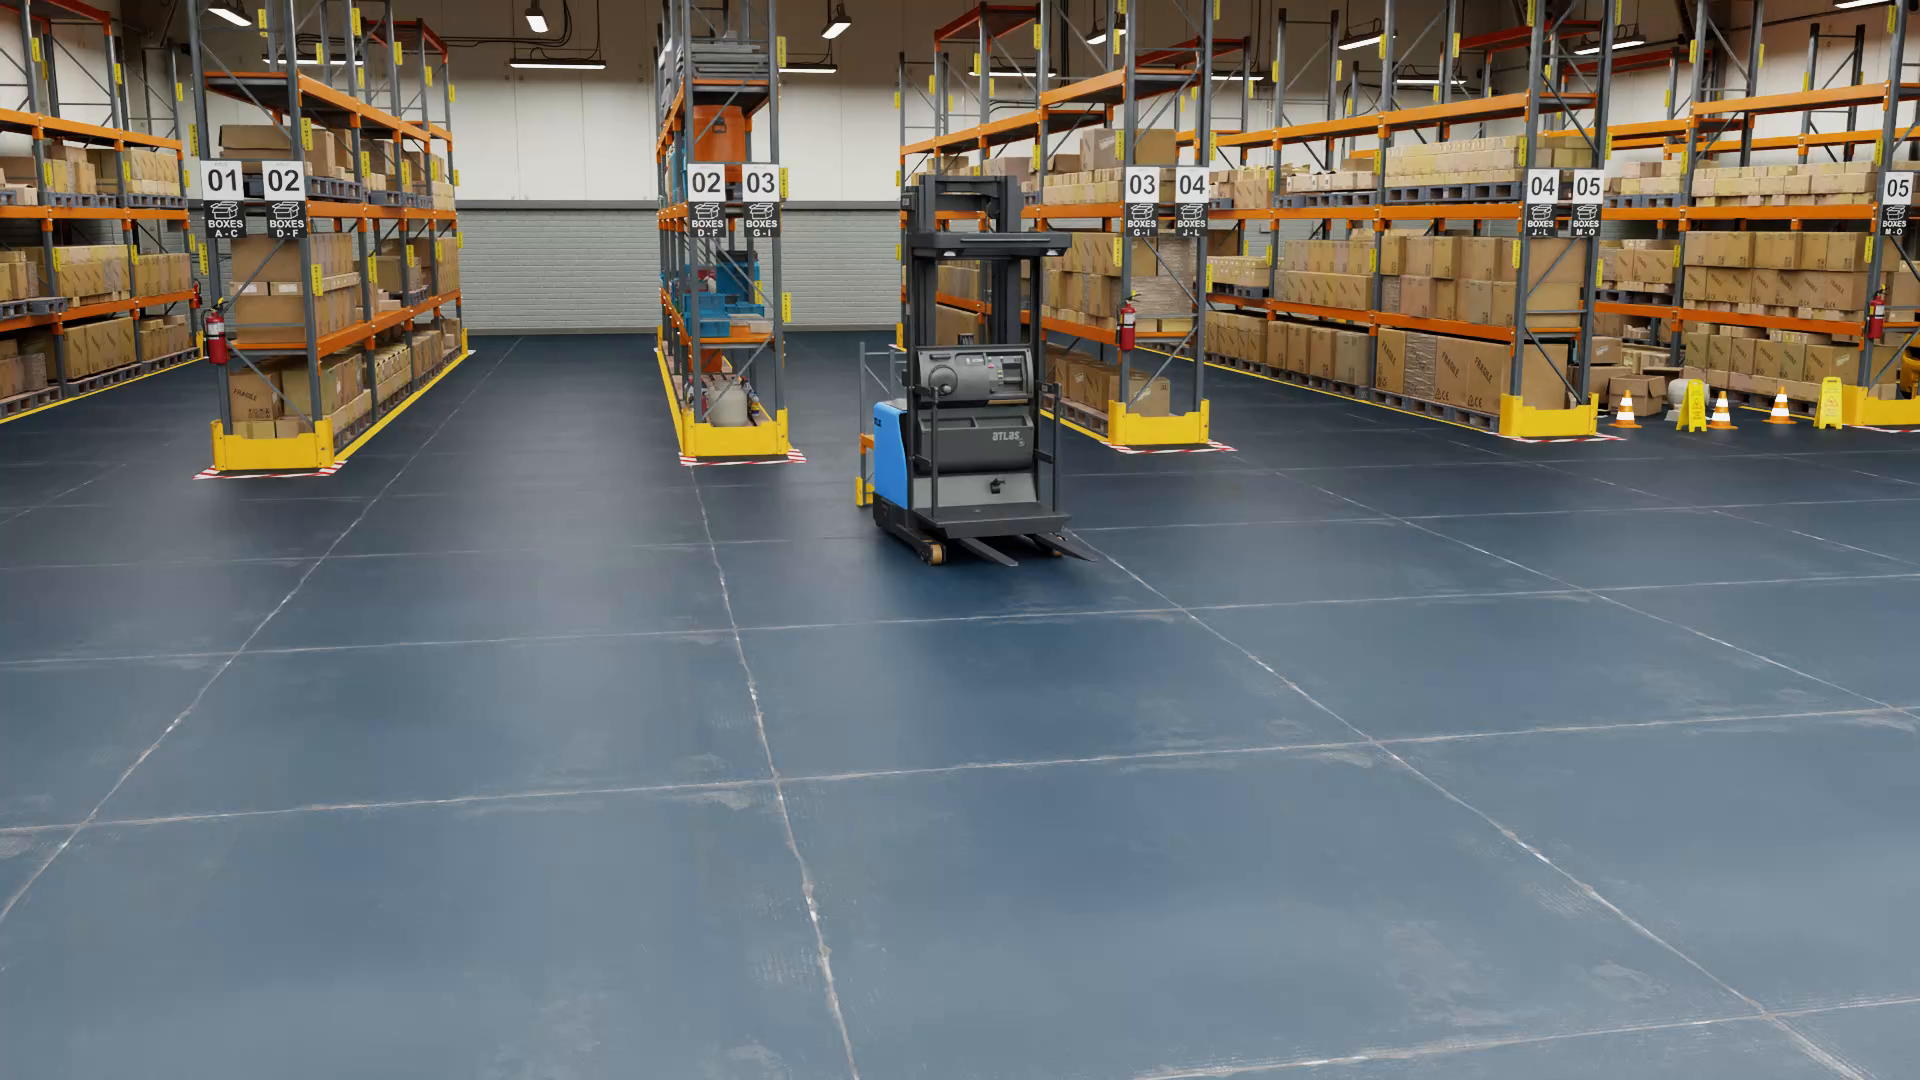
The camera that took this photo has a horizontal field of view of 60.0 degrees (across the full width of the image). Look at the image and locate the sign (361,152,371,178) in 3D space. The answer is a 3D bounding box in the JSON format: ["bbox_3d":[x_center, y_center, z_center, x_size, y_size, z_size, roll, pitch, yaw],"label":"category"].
[{"bbox_3d":[-7.577,-4.785,21.195,0.100,0.325,0.005,-2,11,-11],"label":"sign"}]

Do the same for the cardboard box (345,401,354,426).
[{"bbox_3d":[-7.520,-1.501,19.792,0.500,0.250,0.500,-2,11,-11],"label":"cardboard box"}]

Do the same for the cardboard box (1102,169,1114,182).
[{"bbox_3d":[1.918,-4.357,19.879,0.380,0.149,0.250,-3,11,-13],"label":"cardboard box"}]

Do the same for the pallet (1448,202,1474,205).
[{"bbox_3d":[9.988,-6.398,31.779,0.805,0.209,1.217,-3,11,-13],"label":"pallet"}]

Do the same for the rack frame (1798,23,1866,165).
[{"bbox_3d":[15.407,-7.580,29.452,1.000,3.000,0.127,-2,11,-11],"label":"rack frame"}]

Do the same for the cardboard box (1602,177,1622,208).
[{"bbox_3d":[10.864,-5.697,27.307,0.797,0.503,0.637,-2,11,-11],"label":"cardboard box"}]

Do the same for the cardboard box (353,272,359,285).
[{"bbox_3d":[-7.858,-3.323,21.133,0.380,0.149,0.250,-2,11,-11],"label":"cardboard box"}]

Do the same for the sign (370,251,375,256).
[{"bbox_3d":[-10.208,-4.869,28.941,0.100,0.325,0.005,-2,11,-11],"label":"sign"}]

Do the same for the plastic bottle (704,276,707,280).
[{"bbox_3d":[-4.459,-4.458,29.230,0.144,0.351,0.185,-2,11,-11],"label":"plastic bottle"}]

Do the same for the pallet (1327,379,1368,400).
[{"bbox_3d":[6.257,-2.288,25.153,1.003,0.211,1.213,-2,11,-11],"label":"pallet"}]

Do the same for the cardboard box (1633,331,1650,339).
[{"bbox_3d":[14.233,-4.263,34.575,0.380,0.149,0.250,-2,11,-13],"label":"cardboard box"}]

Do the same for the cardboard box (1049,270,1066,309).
[{"bbox_3d":[1.686,-3.375,22.342,0.875,0.500,0.500,-2,11,-11],"label":"cardboard box"}]

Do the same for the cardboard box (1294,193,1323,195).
[{"bbox_3d":[5.853,-5.890,28.329,0.500,0.500,0.500,-2,11,-11],"label":"cardboard box"}]

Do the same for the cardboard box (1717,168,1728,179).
[{"bbox_3d":[11.180,-5.295,24.008,0.380,0.149,0.250,-2,11,-13],"label":"cardboard box"}]

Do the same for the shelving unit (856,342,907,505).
[{"bbox_3d":[-0.523,-0.992,14.897,0.587,1.500,1.083,-3,11,-18],"label":"shelving unit"}]

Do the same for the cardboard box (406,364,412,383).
[{"bbox_3d":[-8.558,-2.499,25.036,0.500,0.250,0.500,-2,11,-10],"label":"cardboard box"}]

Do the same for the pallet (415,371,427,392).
[{"bbox_3d":[-9.007,-2.500,26.266,1.003,0.211,1.213,-2,11,-11],"label":"pallet"}]

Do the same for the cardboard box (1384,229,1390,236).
[{"bbox_3d":[9.041,-6.416,34.709,0.380,0.149,0.250,-2,11,-12],"label":"cardboard box"}]

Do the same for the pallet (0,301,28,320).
[{"bbox_3d":[-13.333,-3.095,22.447,1.003,0.211,1.213,-2,11,-11],"label":"pallet"}]

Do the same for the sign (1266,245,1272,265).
[{"bbox_3d":[5.173,-4.761,27.804,0.100,0.325,0.005,-2,11,-11],"label":"sign"}]

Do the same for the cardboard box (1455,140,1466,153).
[{"bbox_3d":[6.614,-5.065,21.414,0.380,0.149,0.250,-2,11,-12],"label":"cardboard box"}]

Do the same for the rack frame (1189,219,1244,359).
[{"bbox_3d":[4.925,-4.986,31.872,1.000,3.000,0.127,-2,11,-11],"label":"rack frame"}]

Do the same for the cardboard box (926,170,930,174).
[{"bbox_3d":[-0.271,-6.843,31.945,0.700,0.500,0.500,-2,11,-8],"label":"cardboard box"}]

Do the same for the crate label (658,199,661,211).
[{"bbox_3d":[-5.733,-6.598,32.713,0.408,0.251,0.502,-2,11,-11],"label":"crate label"}]

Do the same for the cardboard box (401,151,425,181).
[{"bbox_3d":[-9.809,-6.567,29.211,0.700,0.500,0.500,-2,11,-11],"label":"cardboard box"}]

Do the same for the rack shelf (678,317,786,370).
[{"bbox_3d":[-2.873,-2.457,20.507,1.077,0.370,4.000,-2,11,-11],"label":"rack shelf"}]

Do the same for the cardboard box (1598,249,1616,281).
[{"bbox_3d":[10.708,-4.477,27.012,0.500,0.500,0.500,-3,11,-13],"label":"cardboard box"}]

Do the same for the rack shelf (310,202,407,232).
[{"bbox_3d":[-8.510,-4.485,23.138,1.077,0.370,4.000,-2,11,-11],"label":"rack shelf"}]

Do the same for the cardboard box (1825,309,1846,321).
[{"bbox_3d":[11.655,-2.964,21.918,0.380,0.149,0.250,-2,11,-12],"label":"cardboard box"}]

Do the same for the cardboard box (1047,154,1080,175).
[{"bbox_3d":[1.602,-5.178,23.456,0.797,0.503,0.637,-3,11,-14],"label":"cardboard box"}]

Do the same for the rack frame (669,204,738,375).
[{"bbox_3d":[-4.040,-3.911,26.221,1.000,3.000,0.127,-2,11,-11],"label":"rack frame"}]

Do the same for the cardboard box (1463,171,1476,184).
[{"bbox_3d":[6.664,-4.626,21.240,0.380,0.149,0.250,-2,11,-12],"label":"cardboard box"}]

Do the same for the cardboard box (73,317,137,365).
[{"bbox_3d":[-14.282,-3.320,27.743,0.750,0.750,0.750,-2,11,-10],"label":"cardboard box"}]

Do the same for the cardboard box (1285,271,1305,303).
[{"bbox_3d":[5.628,-4.117,27.035,0.500,0.500,0.500,-2,11,-12],"label":"cardboard box"}]

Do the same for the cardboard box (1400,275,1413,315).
[{"bbox_3d":[6.694,-3.426,23.271,0.875,0.550,0.550,-2,11,-11],"label":"cardboard box"}]

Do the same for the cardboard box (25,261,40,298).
[{"bbox_3d":[-13.656,-3.730,23.827,0.700,0.500,0.500,-3,11,-18],"label":"cardboard box"}]

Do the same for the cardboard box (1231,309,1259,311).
[{"bbox_3d":[5.318,-4.206,31.327,0.500,0.250,0.500,-2,11,-13],"label":"cardboard box"}]

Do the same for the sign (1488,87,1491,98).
[{"bbox_3d":[10.291,-8.652,32.375,0.100,0.325,0.005,-2,11,-11],"label":"sign"}]

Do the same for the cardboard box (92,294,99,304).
[{"bbox_3d":[-13.948,-3.835,26.442,0.380,0.149,0.250,-2,11,-9],"label":"cardboard box"}]

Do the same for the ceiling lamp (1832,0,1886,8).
[{"bbox_3d":[14.057,-9.608,24.499,0.800,3.185,2.000,-2,11,-11],"label":"ceiling lamp"}]

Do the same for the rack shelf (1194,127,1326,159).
[{"bbox_3d":[5.314,-7.017,29.489,1.077,0.370,4.000,-2,11,-11],"label":"rack shelf"}]

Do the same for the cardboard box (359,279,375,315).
[{"bbox_3d":[-8.455,-3.377,23.148,0.500,0.500,0.500,-2,11,-11],"label":"cardboard box"}]

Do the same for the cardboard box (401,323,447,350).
[{"bbox_3d":[-10.048,-3.799,31.135,0.797,0.503,0.637,-2,11,-11],"label":"cardboard box"}]

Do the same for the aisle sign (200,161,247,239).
[{"bbox_3d":[-7.619,-3.518,17.207,0.394,0.787,0.004,-2,11,-11],"label":"aisle sign"}]

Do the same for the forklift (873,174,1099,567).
[{"bbox_3d":[0.193,-1.329,12.841,1.130,2.935,3.031,-3,11,-18],"label":"forklift"}]

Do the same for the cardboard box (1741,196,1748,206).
[{"bbox_3d":[11.341,-4.813,23.613,0.380,0.149,0.250,-2,11,-13],"label":"cardboard box"}]

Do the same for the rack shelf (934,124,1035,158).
[{"bbox_3d":[0.430,-6.855,28.639,1.077,0.370,4.000,-2,11,-11],"label":"rack shelf"}]

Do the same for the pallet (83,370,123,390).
[{"bbox_3d":[-14.071,-2.551,26.536,1.003,0.211,1.213,-2,11,-11],"label":"pallet"}]

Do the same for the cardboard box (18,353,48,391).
[{"bbox_3d":[-13.567,-2.409,23.837,0.700,0.500,0.500,-2,11,-10],"label":"cardboard box"}]

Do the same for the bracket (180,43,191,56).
[{"bbox_3d":[-16.881,-10.721,36.328,0.235,0.232,0.430,-2,11,-11],"label":"bracket"}]

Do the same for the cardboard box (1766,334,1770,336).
[{"bbox_3d":[11.796,-2.750,24.346,0.500,0.500,0.500,-2,11,-10],"label":"cardboard box"}]

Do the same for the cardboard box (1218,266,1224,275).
[{"bbox_3d":[4.857,-4.840,29.855,0.380,0.149,0.250,-2,11,-12],"label":"cardboard box"}]

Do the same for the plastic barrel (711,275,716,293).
[{"bbox_3d":[-3.376,-3.562,24.025,0.433,0.535,0.433,0,11,0],"label":"plastic barrel"}]

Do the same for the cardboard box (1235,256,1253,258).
[{"bbox_3d":[5.296,-5.198,30.943,0.380,0.149,0.250,-2,11,-13],"label":"cardboard box"}]

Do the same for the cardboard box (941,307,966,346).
[{"bbox_3d":[0.359,-3.707,29.708,1.225,0.875,0.875,-3,11,-13],"label":"cardboard box"}]
